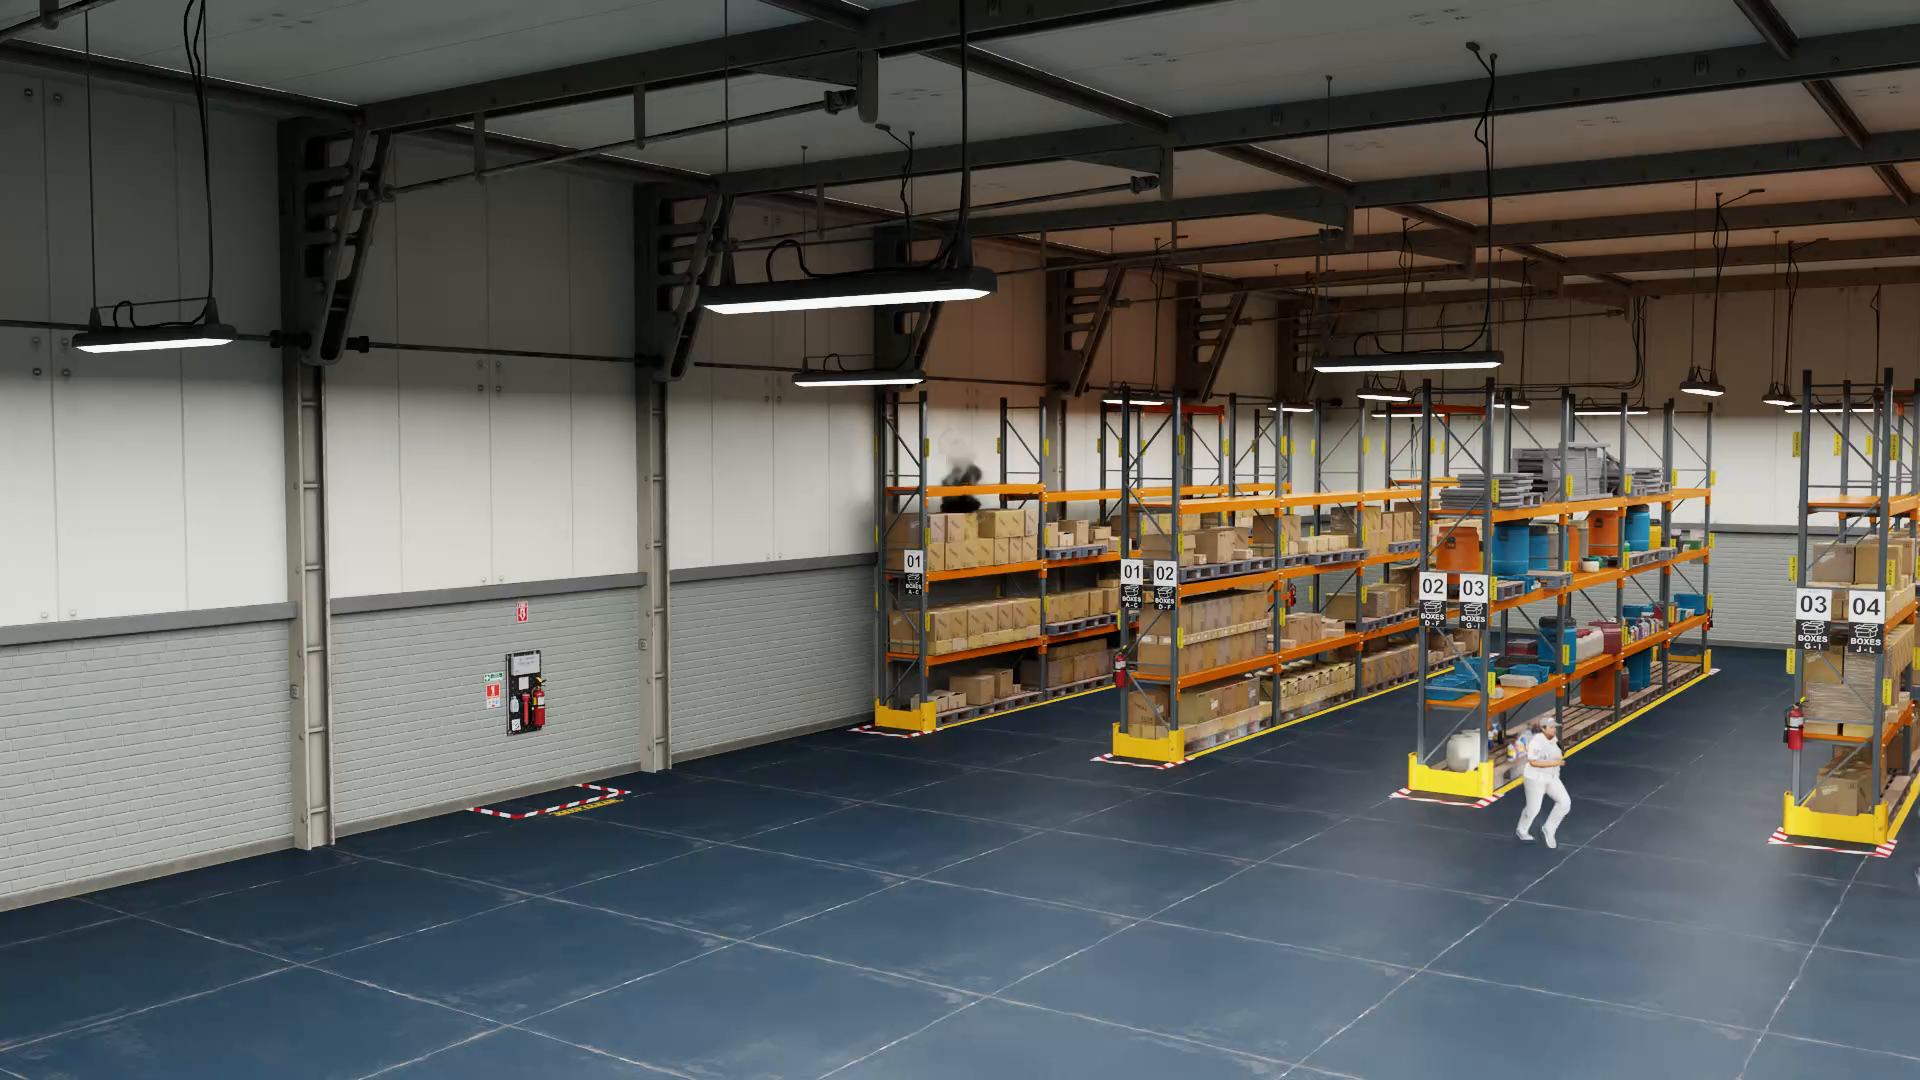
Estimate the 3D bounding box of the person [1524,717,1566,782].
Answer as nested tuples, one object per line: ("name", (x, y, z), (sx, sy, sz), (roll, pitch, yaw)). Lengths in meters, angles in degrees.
("person", (7.346, 2.606, 20.713), (0.630, 0.804, 0.591), (-2, 4, -29))
